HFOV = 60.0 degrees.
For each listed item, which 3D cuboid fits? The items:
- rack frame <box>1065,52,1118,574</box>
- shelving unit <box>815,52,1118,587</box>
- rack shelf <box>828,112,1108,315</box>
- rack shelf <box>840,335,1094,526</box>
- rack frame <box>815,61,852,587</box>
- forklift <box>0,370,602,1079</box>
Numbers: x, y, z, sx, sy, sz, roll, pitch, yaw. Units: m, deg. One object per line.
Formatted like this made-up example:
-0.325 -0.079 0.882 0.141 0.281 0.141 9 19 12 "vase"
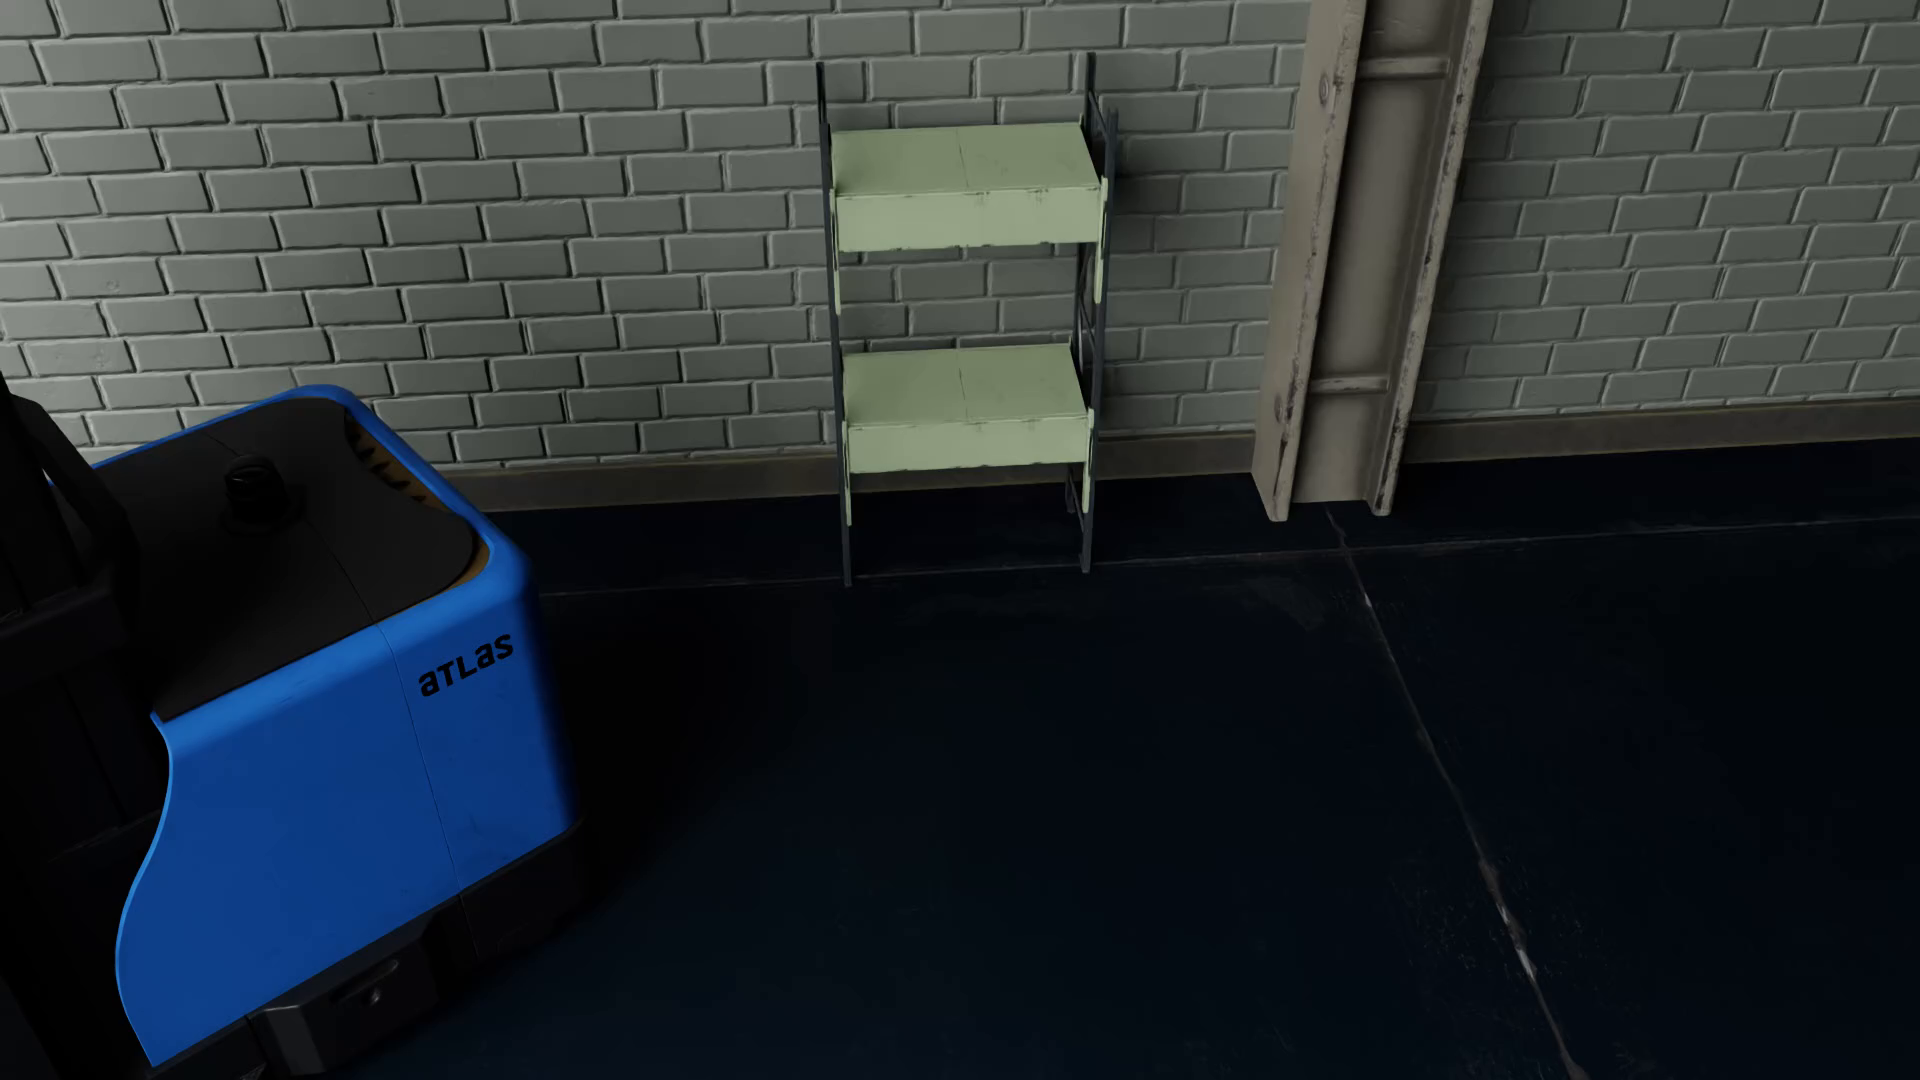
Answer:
0.371 -0.609 4.811 0.023 1.500 0.400 -3 38 -4 "rack frame"
0.007 -0.589 4.786 0.755 1.500 0.431 -3 38 -4 "shelving unit"
0.007 -0.896 4.544 0.720 0.370 0.431 -3 38 -4 "rack shelf"
0.007 -0.333 4.988 0.720 0.370 0.431 -3 38 -4 "rack shelf"
-0.358 -0.569 4.760 0.023 1.500 0.400 -3 38 -4 "rack frame"
-2.320 0.117 2.735 3.031 2.935 1.130 -29 46 -31 "forklift"
